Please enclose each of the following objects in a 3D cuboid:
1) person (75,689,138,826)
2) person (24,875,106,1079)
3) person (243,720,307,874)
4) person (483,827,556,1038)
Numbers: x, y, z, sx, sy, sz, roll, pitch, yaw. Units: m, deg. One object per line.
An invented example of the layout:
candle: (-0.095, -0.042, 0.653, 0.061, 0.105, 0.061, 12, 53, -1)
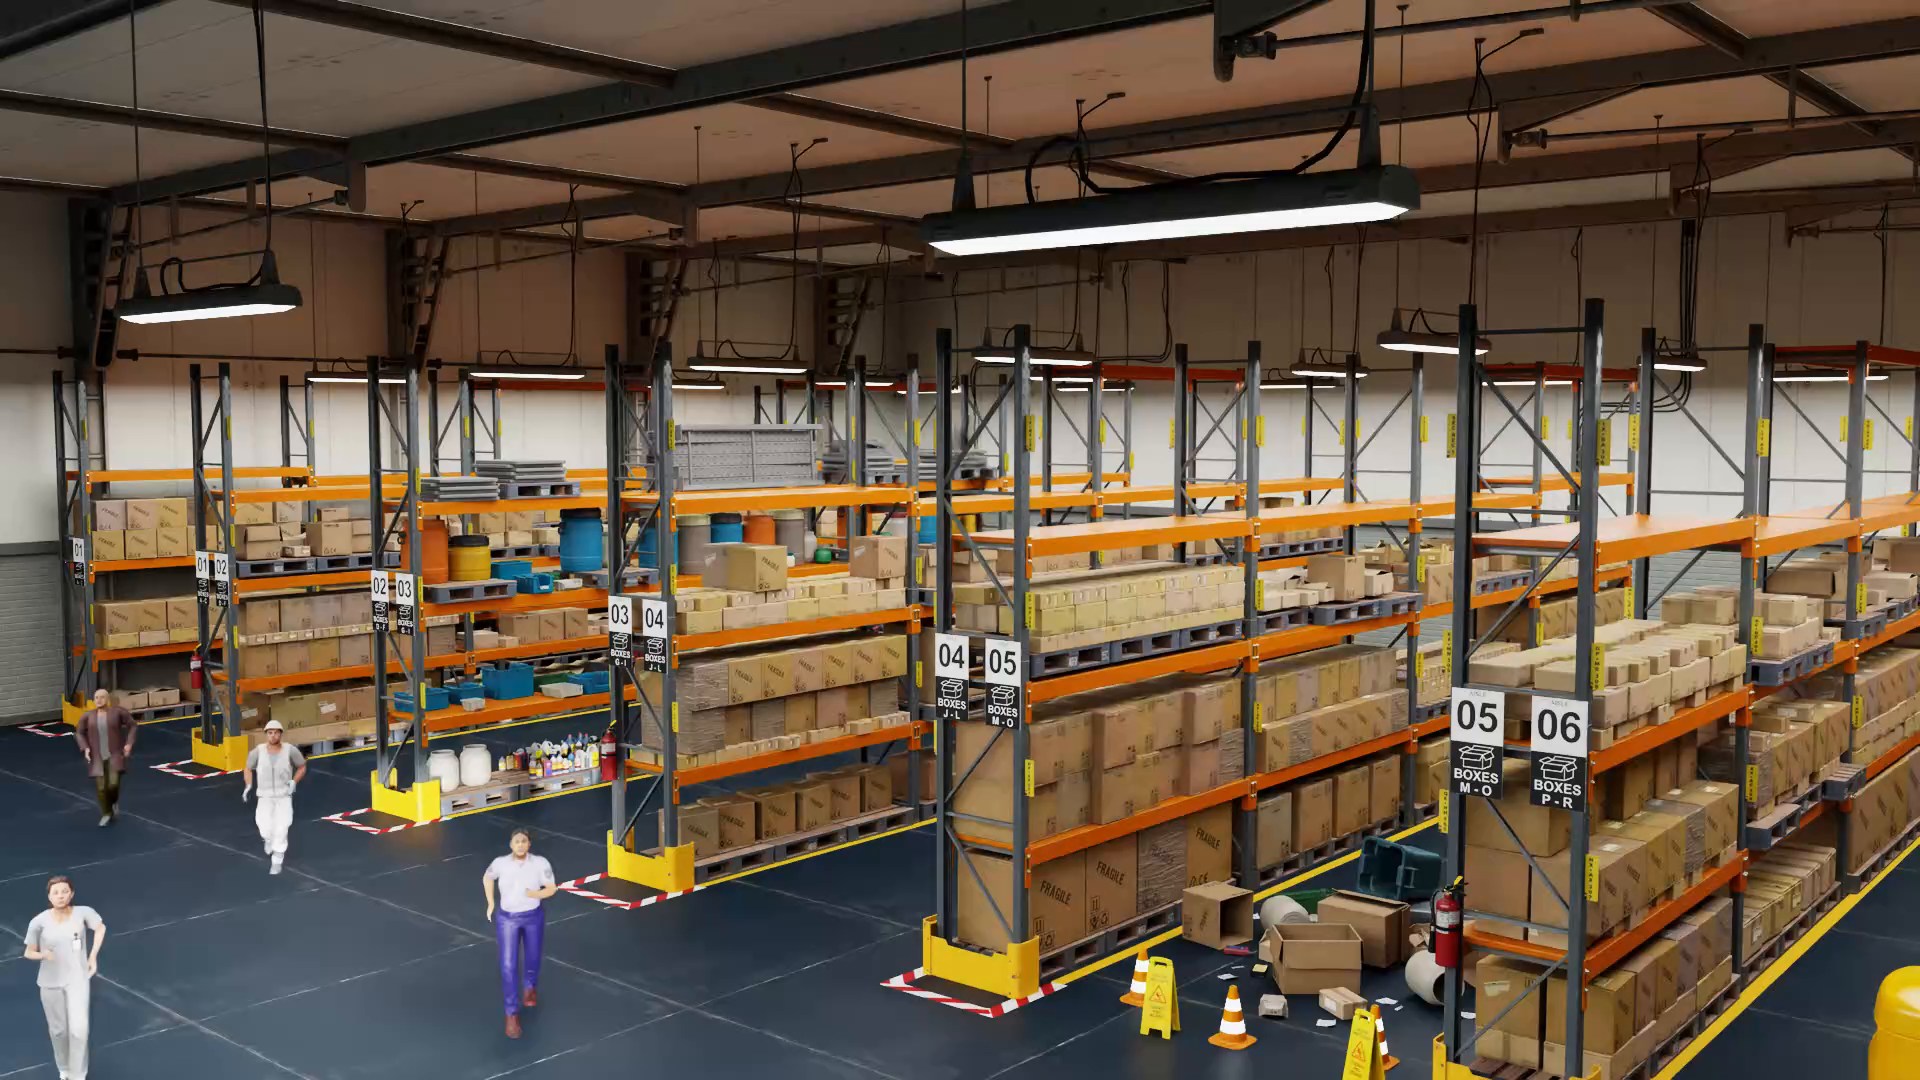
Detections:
person: (-10.905, 2.770, 21.228, 0.717, 1.741, 0.557, -1, 4, -19)
person: (-6.838, 3.416, 12.722, 0.544, 1.707, 0.691, -2, 5, -25)
person: (-7.854, 2.931, 19.091, 0.672, 1.747, 0.602, -1, 4, -18)
person: (-3.771, 3.305, 14.283, 0.587, 1.693, 0.836, -1, 4, -19)
